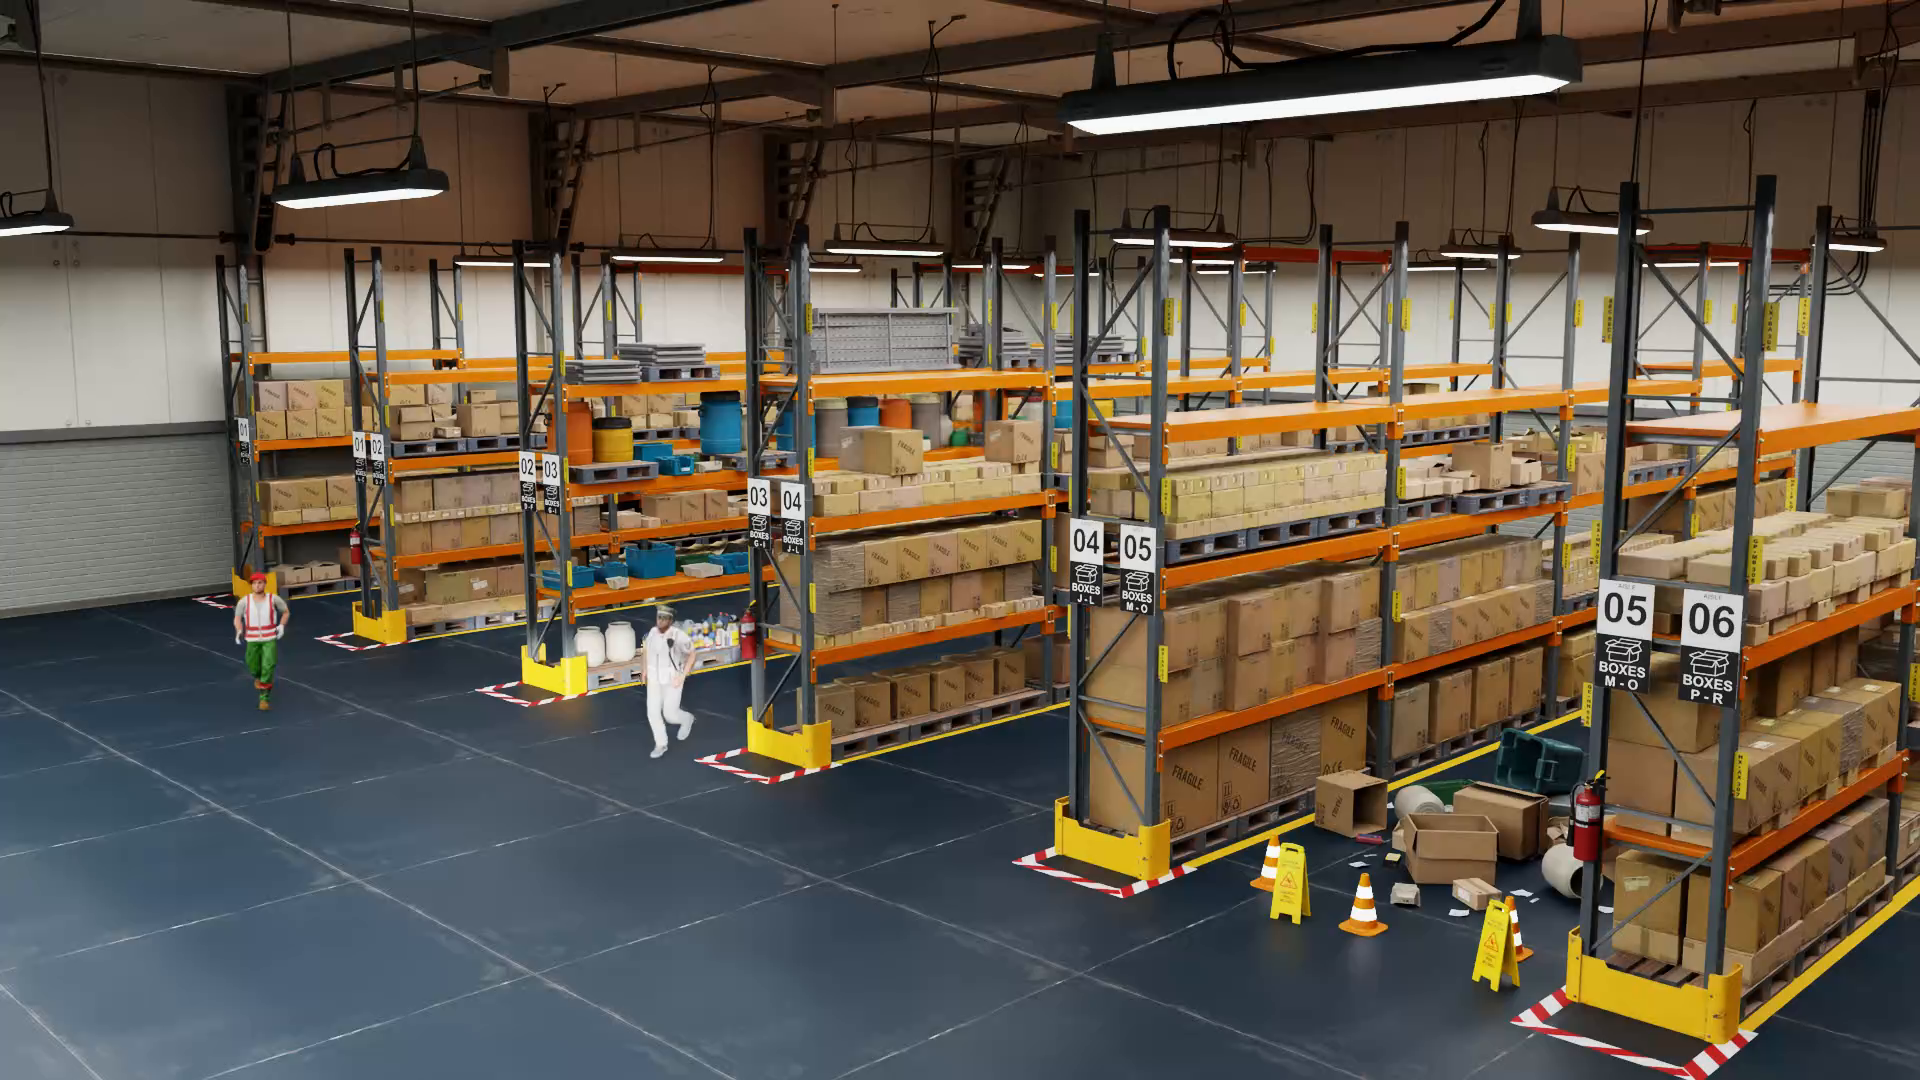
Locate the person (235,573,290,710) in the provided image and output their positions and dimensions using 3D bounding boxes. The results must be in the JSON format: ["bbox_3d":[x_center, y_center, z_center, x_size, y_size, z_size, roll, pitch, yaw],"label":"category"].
[{"bbox_3d":[-8.994,1.282,21.467,0.667,1.748,0.731,-3,9,-18],"label":"person"}]

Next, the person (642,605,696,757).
[{"bbox_3d":[-3.367,1.593,19.266,0.683,1.751,0.717,2,8,17],"label":"person"}]
